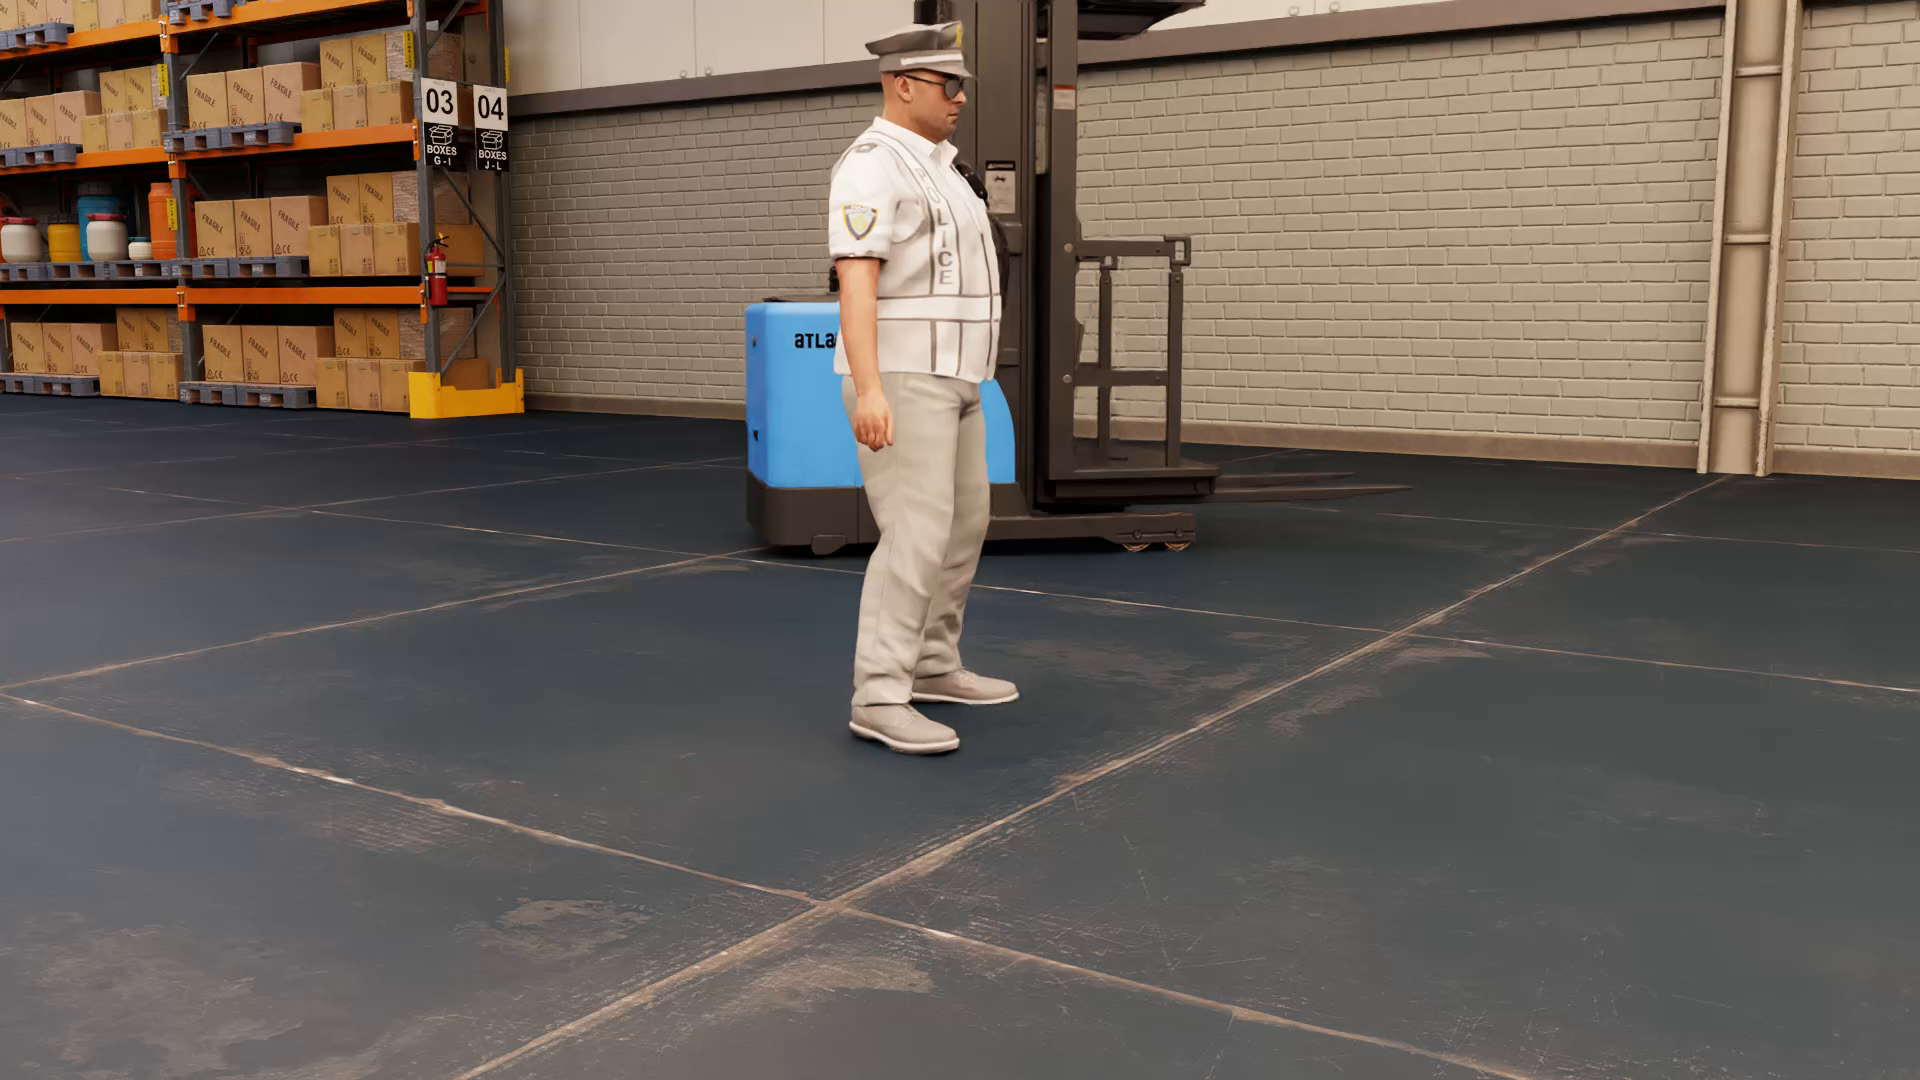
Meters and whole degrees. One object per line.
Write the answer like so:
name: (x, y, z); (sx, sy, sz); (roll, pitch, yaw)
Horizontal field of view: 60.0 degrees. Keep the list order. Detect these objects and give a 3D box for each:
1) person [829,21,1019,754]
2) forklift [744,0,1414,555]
person: (-0.107, -0.387, 4.172); (0.393, 1.751, 0.702); (3, 8, 18)
forklift: (0.563, -1.472, 7.547); (3.031, 2.935, 1.130); (-2, 8, -13)
